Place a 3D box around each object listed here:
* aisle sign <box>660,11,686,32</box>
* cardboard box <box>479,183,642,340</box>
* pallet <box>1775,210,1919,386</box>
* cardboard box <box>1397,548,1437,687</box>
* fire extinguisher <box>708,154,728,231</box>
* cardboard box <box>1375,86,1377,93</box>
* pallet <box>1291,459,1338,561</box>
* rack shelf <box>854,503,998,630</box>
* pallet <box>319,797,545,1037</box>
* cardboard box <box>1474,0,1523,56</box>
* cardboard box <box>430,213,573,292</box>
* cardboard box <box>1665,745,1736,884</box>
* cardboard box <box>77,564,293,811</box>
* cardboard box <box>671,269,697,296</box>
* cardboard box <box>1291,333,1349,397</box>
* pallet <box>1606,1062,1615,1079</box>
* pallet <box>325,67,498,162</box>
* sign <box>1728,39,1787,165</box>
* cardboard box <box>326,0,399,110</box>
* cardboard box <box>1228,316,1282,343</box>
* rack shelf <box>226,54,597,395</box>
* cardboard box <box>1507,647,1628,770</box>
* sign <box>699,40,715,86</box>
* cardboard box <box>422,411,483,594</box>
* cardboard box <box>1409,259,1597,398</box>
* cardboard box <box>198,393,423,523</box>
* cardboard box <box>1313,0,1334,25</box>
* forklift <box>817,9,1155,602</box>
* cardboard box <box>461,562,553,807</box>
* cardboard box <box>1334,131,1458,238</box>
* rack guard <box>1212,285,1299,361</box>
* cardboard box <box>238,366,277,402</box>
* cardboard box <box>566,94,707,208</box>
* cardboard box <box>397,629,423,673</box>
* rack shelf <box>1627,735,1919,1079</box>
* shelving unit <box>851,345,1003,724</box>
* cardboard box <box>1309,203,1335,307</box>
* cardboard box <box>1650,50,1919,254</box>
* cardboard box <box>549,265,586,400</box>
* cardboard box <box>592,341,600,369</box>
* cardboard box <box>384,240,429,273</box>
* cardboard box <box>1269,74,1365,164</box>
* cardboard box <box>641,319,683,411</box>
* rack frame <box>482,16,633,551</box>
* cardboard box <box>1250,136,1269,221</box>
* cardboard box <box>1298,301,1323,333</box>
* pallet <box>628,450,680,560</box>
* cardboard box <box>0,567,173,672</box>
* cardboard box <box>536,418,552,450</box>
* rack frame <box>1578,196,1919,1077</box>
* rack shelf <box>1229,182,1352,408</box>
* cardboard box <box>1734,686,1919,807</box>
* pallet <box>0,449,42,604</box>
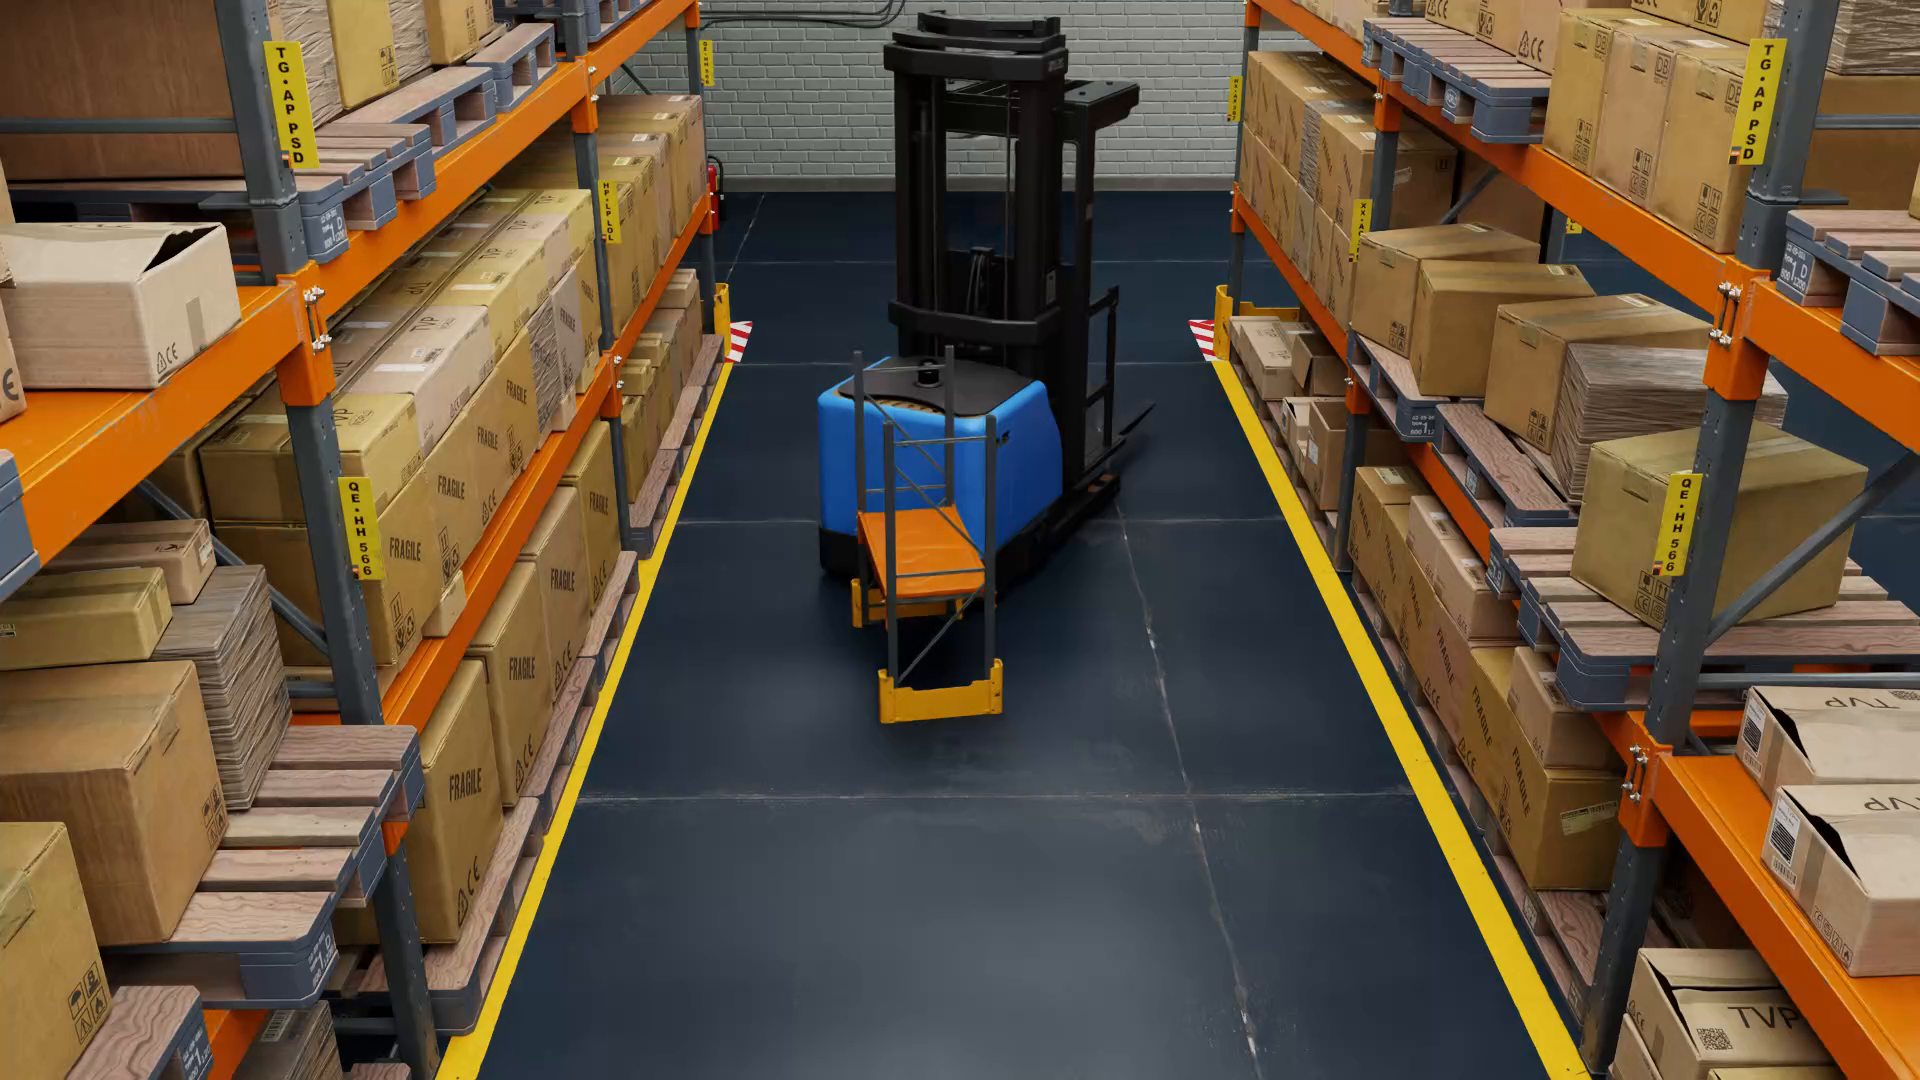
[{"bbox_3d":[-2.085,-4.046,11.900,0.394,0.787,0.004,0,24,-1],"label":"aisle sign"},{"bbox_3d":[-2.330,-1.542,9.156,0.980,0.700,0.700,0,24,0],"label":"cardboard box"},{"bbox_3d":[2.753,-0.559,3.935,1.213,0.211,1.003,1,24,2],"label":"pallet"},{"bbox_3d":[2.389,0.359,7.816,0.500,0.500,0.500,0,24,0],"label":"cardboard box"},{"bbox_3d":[-1.924,-2.689,12.602,0.296,0.674,0.183,0,24,-1],"label":"fire extinguisher"},{"bbox_3d":[2.871,-2.540,10.390,0.500,0.500,0.500,0,24,1],"label":"cardboard box"},{"bbox_3d":[2.606,-0.218,9.976,1.003,0.211,1.213,0,24,-1],"label":"pallet"},{"bbox_3d":[-0.183,0.112,8.118,0.538,0.185,1.000,-4,25,-10],"label":"rack shelf"},{"bbox_3d":[-2.230,1.412,6.373,1.003,0.211,1.213,0,24,-1],"label":"pallet"},{"bbox_3d":[2.575,-2.372,6.962,0.600,0.600,0.600,-1,24,-1],"label":"cardboard box"},{"bbox_3d":[-2.084,-1.312,7.594,0.500,0.250,0.500,0,24,1],"label":"cardboard box"},{"bbox_3d":[2.926,0.976,6.450,0.500,0.500,0.500,-1,24,-2],"label":"cardboard box"},{"bbox_3d":[-2.282,0.414,4.540,0.700,0.500,0.500,-3,25,-7],"label":"cardboard box"},{"bbox_3d":[-2.093,-1.838,11.911,0.380,0.149,0.250,-1,24,-1],"label":"cardboard box"},{"bbox_3d":[2.587,-1.043,10.911,0.797,0.503,0.637,0,24,-1],"label":"cardboard box"},{"bbox_3d":[2.626,2.052,4.956,1.003,0.211,1.213,0,24,-1],"label":"pallet"},{"bbox_3d":[-2.372,-1.540,6.105,1.003,0.211,1.213,1,24,2],"label":"pallet"},{"bbox_3d":[2.114,-1.158,4.403,0.100,0.325,0.005,0,24,-1],"label":"sign"},{"bbox_3d":[-2.411,-1.792,5.777,0.700,0.500,0.500,1,24,2],"label":"cardboard box"},{"bbox_3d":[2.230,-1.581,12.532,0.380,0.149,0.250,0,24,-1],"label":"cardboard box"},{"bbox_3d":[-2.319,-1.397,6.431,1.077,0.370,4.000,0,24,-1],"label":"rack shelf"},{"bbox_3d":[2.407,0.632,6.302,0.500,0.250,0.500,1,24,1],"label":"cardboard box"},{"bbox_3d":[-1.841,-3.462,12.073,0.100,0.325,0.005,0,24,-1],"label":"sign"},{"bbox_3d":[-2.043,-0.141,5.915,0.500,0.500,0.500,1,24,1],"label":"cardboard box"},{"bbox_3d":[2.465,-0.963,7.609,0.700,0.500,0.500,4,25,8],"label":"cardboard box"},{"bbox_3d":[-2.044,-0.266,5.281,0.500,0.250,0.500,0,24,1],"label":"cardboard box"},{"bbox_3d":[2.333,-3.115,9.540,0.500,0.250,0.500,0,24,-1],"label":"cardboard box"},{"bbox_3d":[0.339,-1.579,9.684,1.130,2.935,3.031,12,27,24],"label":"forklift"},{"bbox_3d":[-2.177,0.590,6.905,0.750,0.750,0.750,0,24,-1],"label":"cardboard box"},{"bbox_3d":[2.348,-1.914,9.007,0.500,0.500,0.500,0,24,0],"label":"cardboard box"},{"bbox_3d":[2.570,-1.684,12.866,1.175,0.500,0.348,0,24,-1],"label":"rack guard"},{"bbox_3d":[-2.563,-0.465,5.721,0.500,0.250,0.500,-1,24,-2],"label":"cardboard box"},{"bbox_3d":[-2.369,-2.757,11.841,0.980,0.700,0.700,1,24,2],"label":"cardboard box"},{"bbox_3d":[-2.063,0.331,5.658,0.380,0.149,0.250,0,24,0],"label":"cardboard box"},{"bbox_3d":[2.678,1.594,3.458,1.077,0.370,4.000,0,24,-1],"label":"rack shelf"},{"bbox_3d":[-0.184,-0.055,8.052,0.587,1.500,1.083,-4,25,-10],"label":"shelving unit"},{"bbox_3d":[2.344,-1.669,9.678,0.500,0.500,0.500,0,24,1],"label":"cardboard box"},{"bbox_3d":[2.618,-1.149,4.890,0.910,0.500,0.500,0,24,-1],"label":"cardboard box"},{"bbox_3d":[-2.068,-0.973,7.754,0.500,0.500,0.500,0,24,0],"label":"cardboard box"},{"bbox_3d":[-2.054,-0.939,8.466,0.380,0.149,0.250,0,24,0],"label":"cardboard box"},{"bbox_3d":[-2.573,-1.101,7.128,0.500,0.250,0.500,-1,24,-2],"label":"cardboard box"},{"bbox_3d":[2.324,-2.750,10.855,0.500,0.500,0.500,0,24,0],"label":"cardboard box"},{"bbox_3d":[-2.265,-1.181,11.245,0.700,0.500,0.500,-1,24,-2],"label":"cardboard box"},{"bbox_3d":[-2.341,-1.182,8.723,1.000,3.000,0.127,0,24,-1],"label":"rack frame"},{"bbox_3d":[2.321,-2.503,11.523,0.500,0.500,0.500,0,24,-1],"label":"cardboard box"},{"bbox_3d":[2.821,-1.693,12.352,0.500,0.500,0.500,0,24,-1],"label":"cardboard box"},{"bbox_3d":[-2.271,-0.225,9.991,1.003,0.211,1.213,0,24,-1],"label":"pallet"},{"bbox_3d":[-2.245,0.199,4.227,0.380,0.149,0.250,-4,25,-9],"label":"cardboard box"},{"bbox_3d":[-2.072,-0.518,7.536,0.380,0.149,0.250,0,24,-1],"label":"cardboard box"},{"bbox_3d":[2.656,0.443,5.132,1.000,3.000,0.127,0,24,-1],"label":"rack frame"},{"bbox_3d":[2.591,-1.702,10.746,1.077,0.370,4.000,0,24,-1],"label":"rack shelf"},{"bbox_3d":[2.617,0.633,4.818,0.500,0.311,0.500,1,24,3],"label":"cardboard box"},{"bbox_3d":[-2.168,0.151,2.364,1.213,0.211,1.003,0,24,-1],"label":"pallet"}]
